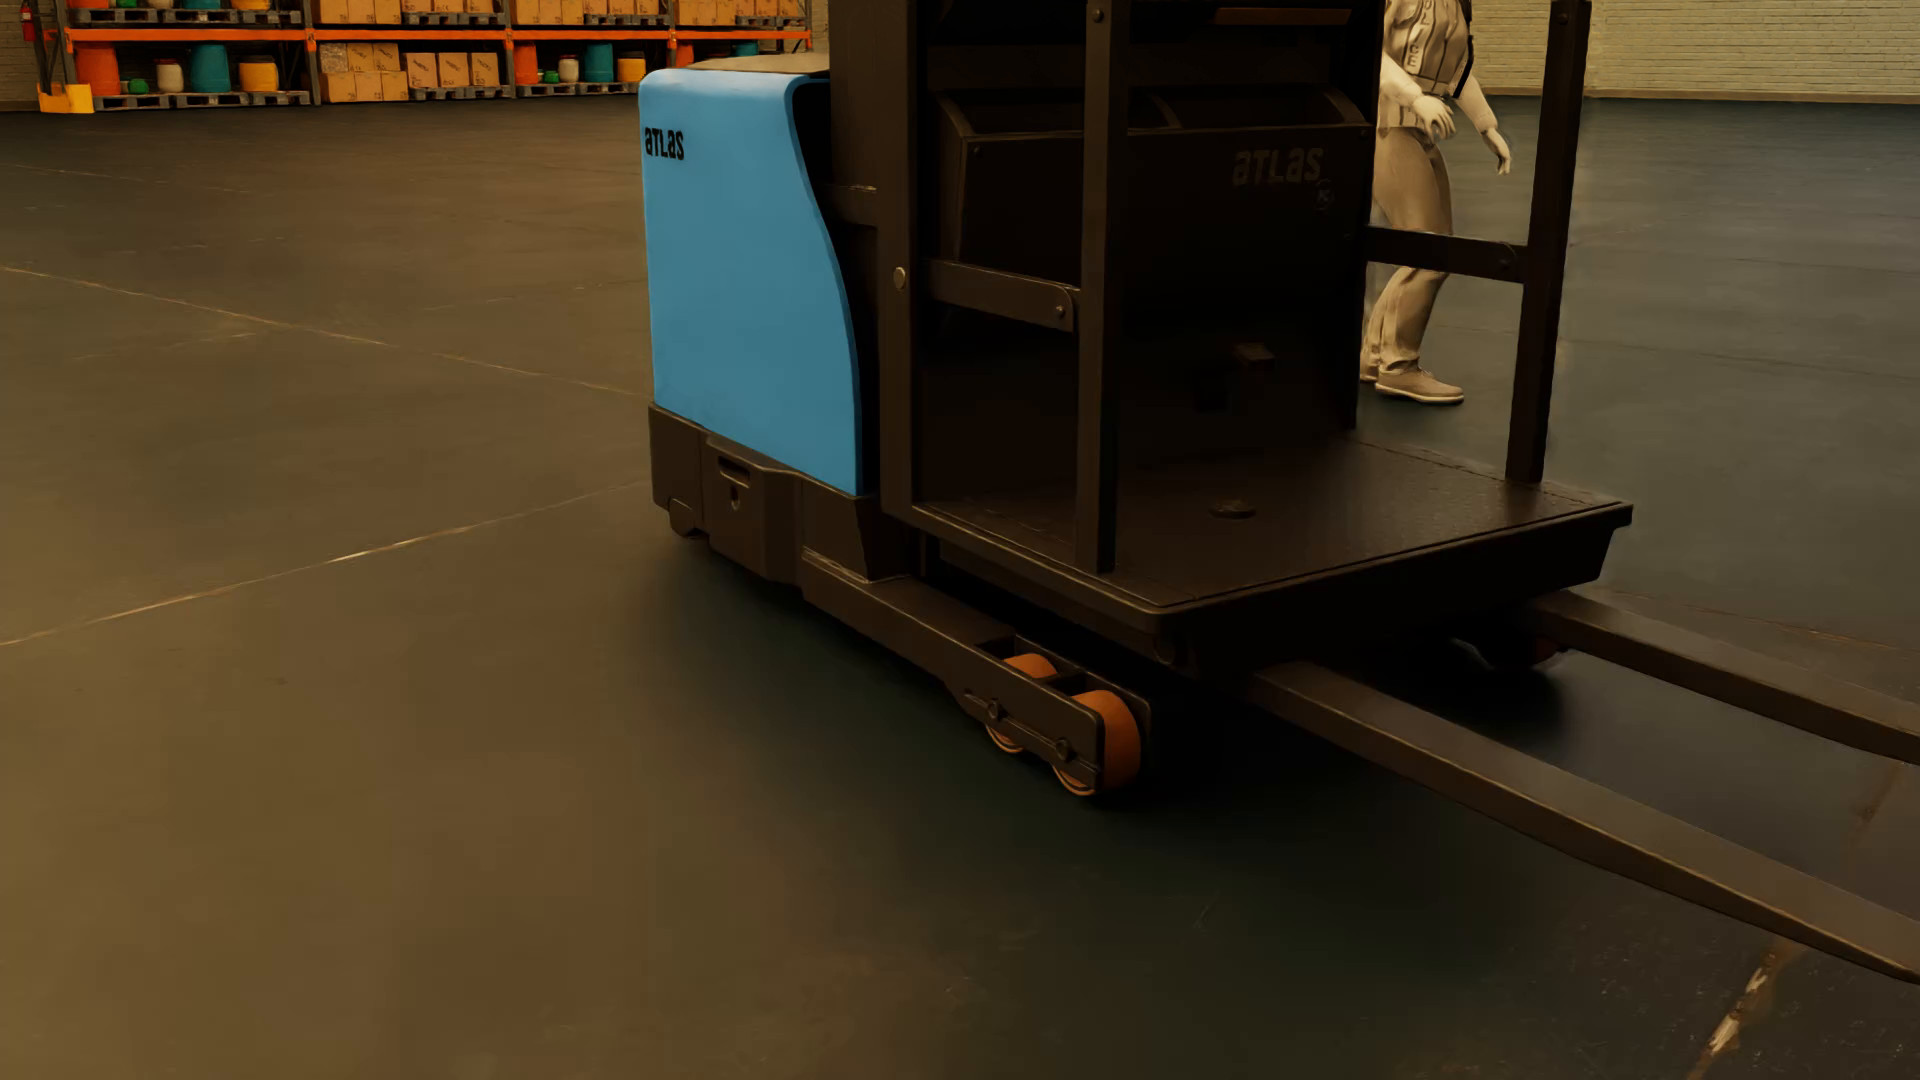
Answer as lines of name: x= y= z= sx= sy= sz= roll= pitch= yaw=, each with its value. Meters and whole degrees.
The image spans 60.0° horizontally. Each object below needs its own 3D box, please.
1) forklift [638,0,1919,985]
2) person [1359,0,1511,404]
forklift: x=0.479 y=-1.155 z=2.702 sx=1.130 sy=2.935 sz=3.031 roll=-11 pitch=20 yaw=-31
person: x=1.500 y=-1.278 z=5.389 sx=0.482 sy=1.632 sz=0.712 roll=12 pitch=21 yaw=34
